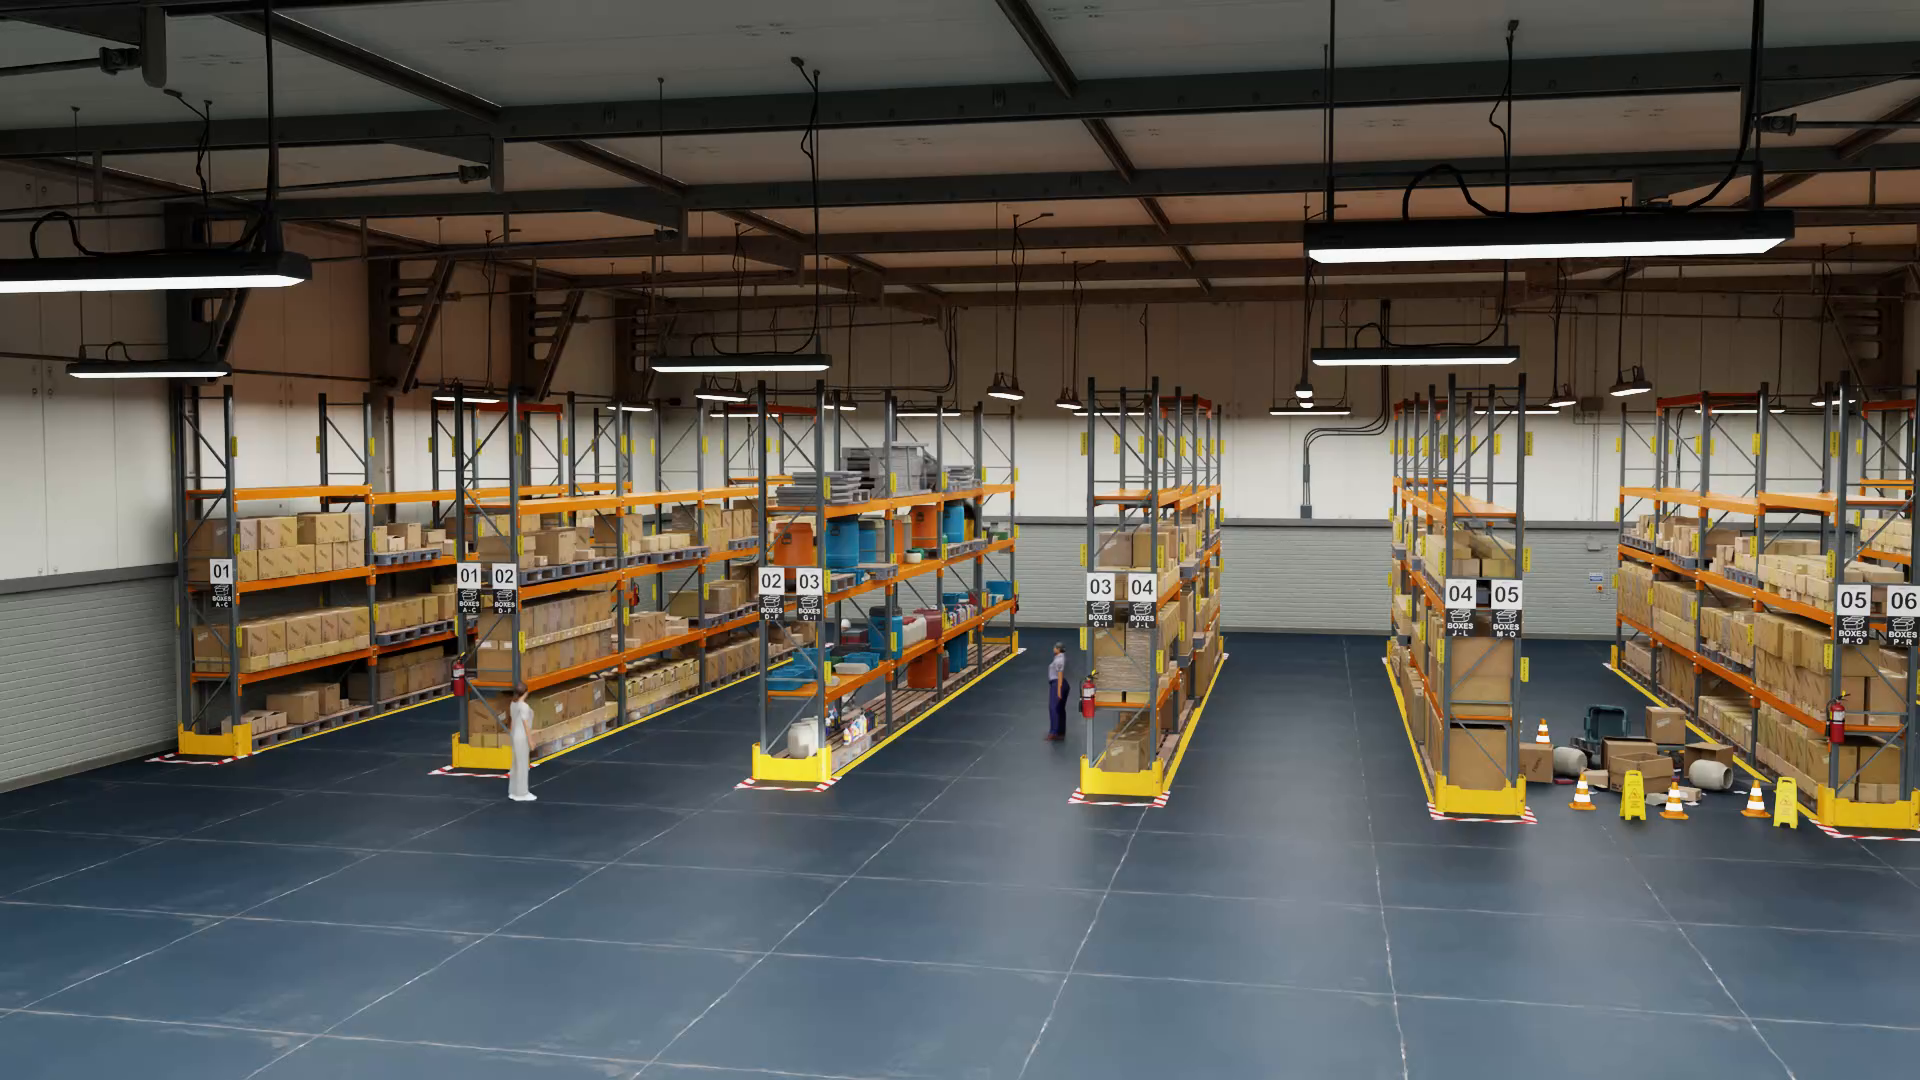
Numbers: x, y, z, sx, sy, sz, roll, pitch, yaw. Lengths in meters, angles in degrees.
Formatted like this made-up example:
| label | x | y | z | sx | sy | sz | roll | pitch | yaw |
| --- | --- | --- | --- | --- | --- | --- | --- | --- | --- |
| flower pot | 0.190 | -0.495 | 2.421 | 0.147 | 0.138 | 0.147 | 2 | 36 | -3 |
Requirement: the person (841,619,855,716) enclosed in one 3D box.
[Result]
| label | x | y | z | sx | sy | sz | roll | pitch | yaw |
| --- | --- | --- | --- | --- | --- | --- | --- | --- | --- |
| person | -2.136 | 2.384 | 30.916 | 0.357 | 1.827 | 0.656 | 2 | 4 | 32 |

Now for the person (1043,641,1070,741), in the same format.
| label | x | y | z | sx | sy | sz | roll | pitch | yaw |
| --- | --- | --- | --- | --- | --- | --- | --- | --- | --- |
| person | 1.663 | 2.598 | 28.568 | 0.390 | 1.670 | 0.625 | 1 | 3 | 14 |

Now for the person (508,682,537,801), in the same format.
| label | x | y | z | sx | sy | sz | roll | pitch | yaw |
| --- | --- | --- | --- | --- | --- | --- | --- | --- | --- |
| person | -6.217 | 2.847 | 23.576 | 0.339 | 1.675 | 0.468 | -2 | 4 | -28 |
